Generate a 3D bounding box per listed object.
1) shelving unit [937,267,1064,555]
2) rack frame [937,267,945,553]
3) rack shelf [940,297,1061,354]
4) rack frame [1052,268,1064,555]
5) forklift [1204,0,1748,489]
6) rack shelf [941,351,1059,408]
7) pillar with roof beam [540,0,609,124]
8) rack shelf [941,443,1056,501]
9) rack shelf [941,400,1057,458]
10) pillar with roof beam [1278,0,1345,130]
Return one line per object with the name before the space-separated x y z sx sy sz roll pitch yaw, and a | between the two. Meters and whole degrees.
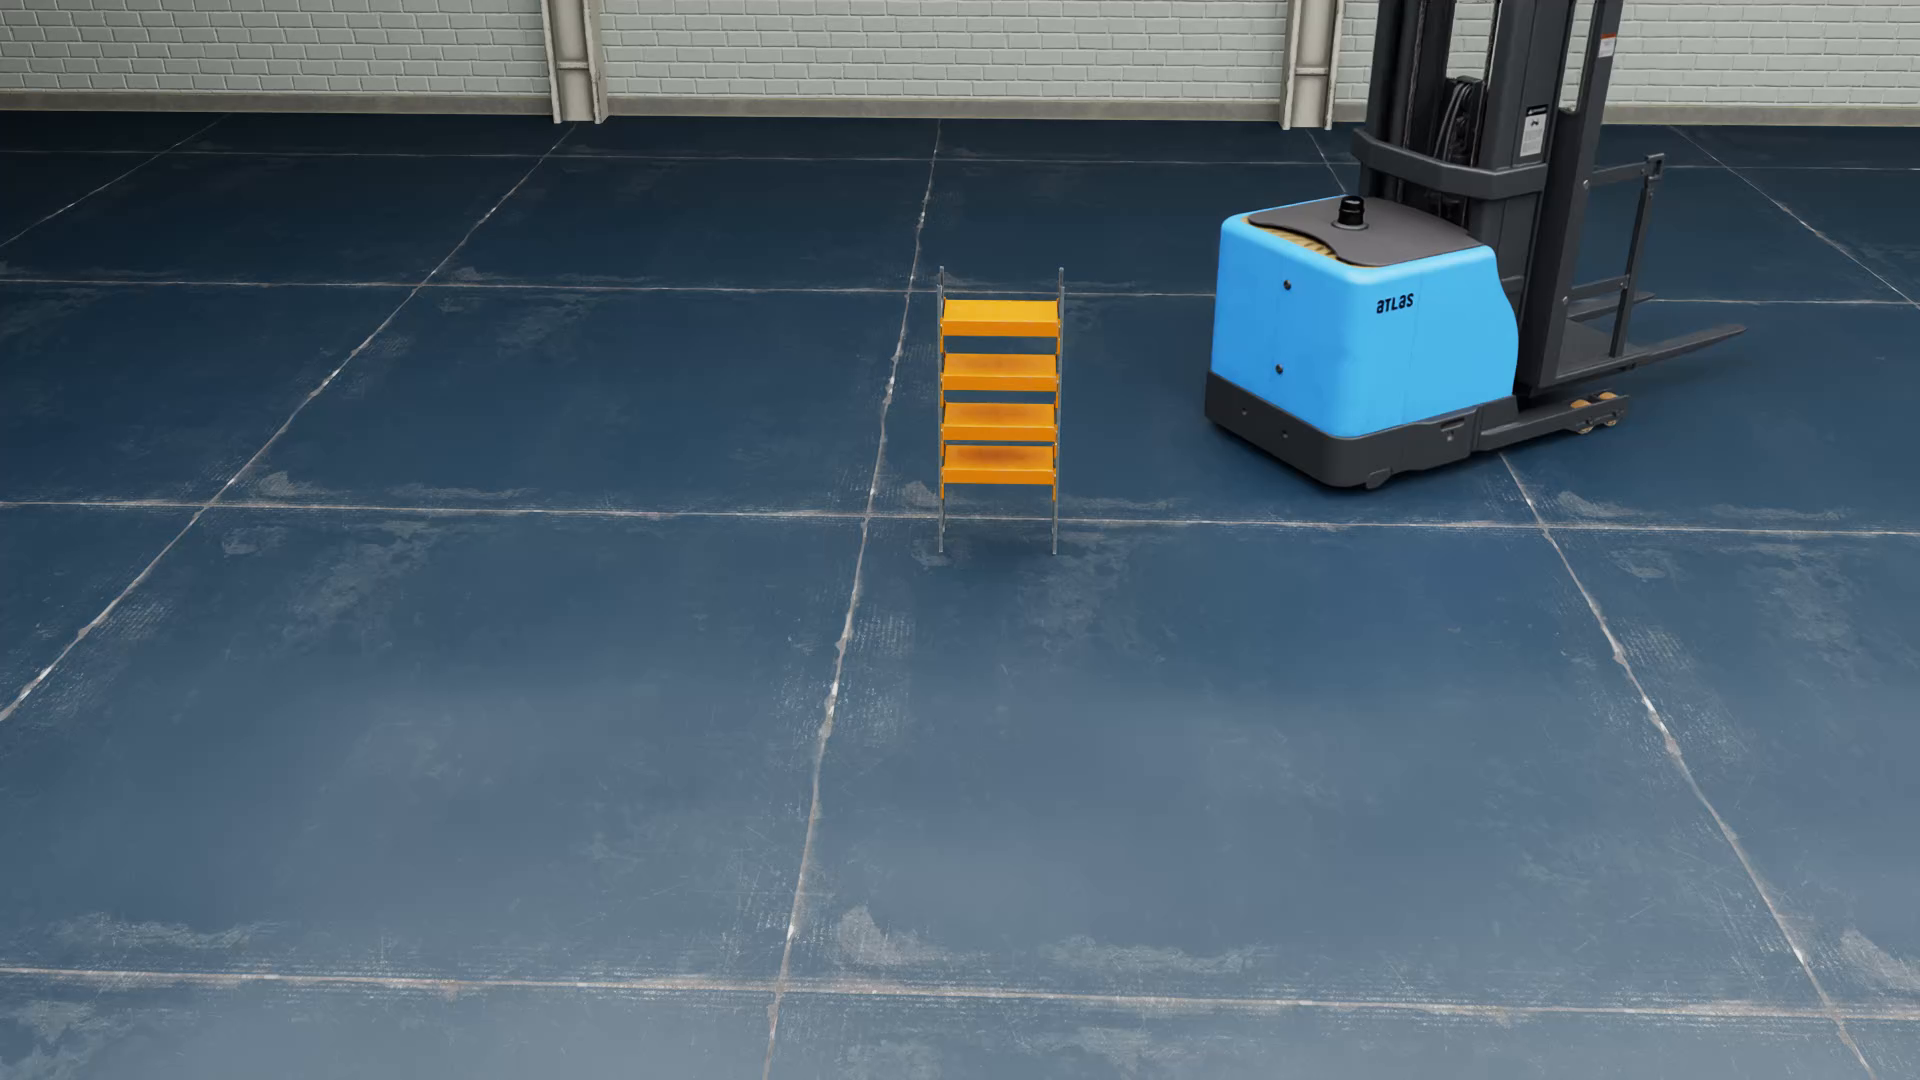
shelving unit | 0.165 -0.527 6.964 0.503 1.200 0.258 1 28 2
rack frame | -0.078 -0.531 6.971 0.015 1.200 0.240 1 28 2
rack shelf | 0.165 -0.875 6.780 0.480 0.148 0.258 1 28 2
rack frame | 0.409 -0.523 6.956 0.015 1.200 0.240 1 28 2
forklift | 2.751 -2.019 7.929 3.031 2.935 1.130 -15 31 -26
rack shelf | 0.165 -0.666 6.891 0.480 0.148 0.258 1 28 2
pillar with roof beam | -3.311 -5.479 7.978 0.400 9.000 9.100 1 28 2
rack shelf | 0.165 -0.293 7.088 0.480 0.148 0.258 1 28 2
rack shelf | 0.165 -0.468 6.995 0.480 0.148 0.258 1 28 2
pillar with roof beam | 2.686 -5.380 7.791 0.400 9.000 9.100 1 28 2
